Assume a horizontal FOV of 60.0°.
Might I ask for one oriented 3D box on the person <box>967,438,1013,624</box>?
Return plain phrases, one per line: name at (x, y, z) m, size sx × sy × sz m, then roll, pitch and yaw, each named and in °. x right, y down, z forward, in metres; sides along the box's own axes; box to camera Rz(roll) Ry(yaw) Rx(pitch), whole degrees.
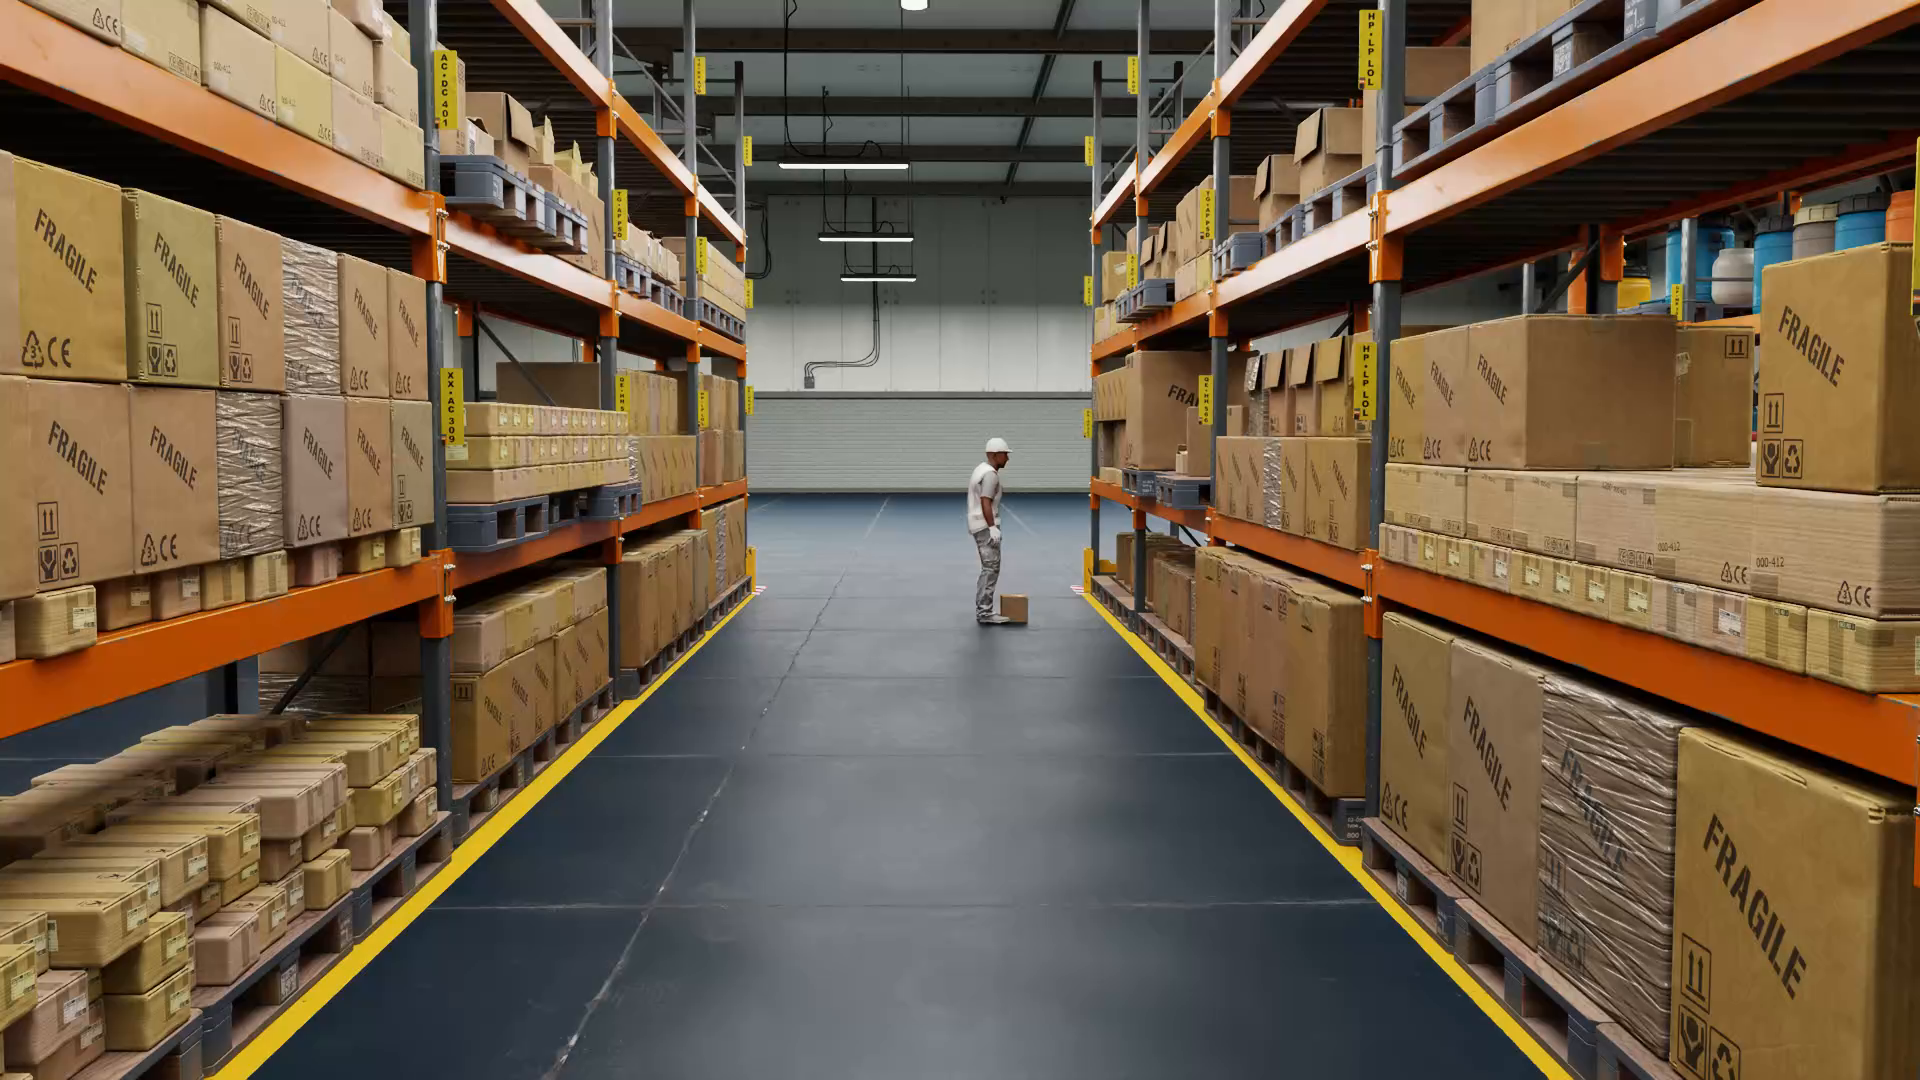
person at (0.294, -0.096, 16.075) m, size 0.446 × 1.775 × 0.619 m, roll 0°, pitch 4°, yaw -1°
